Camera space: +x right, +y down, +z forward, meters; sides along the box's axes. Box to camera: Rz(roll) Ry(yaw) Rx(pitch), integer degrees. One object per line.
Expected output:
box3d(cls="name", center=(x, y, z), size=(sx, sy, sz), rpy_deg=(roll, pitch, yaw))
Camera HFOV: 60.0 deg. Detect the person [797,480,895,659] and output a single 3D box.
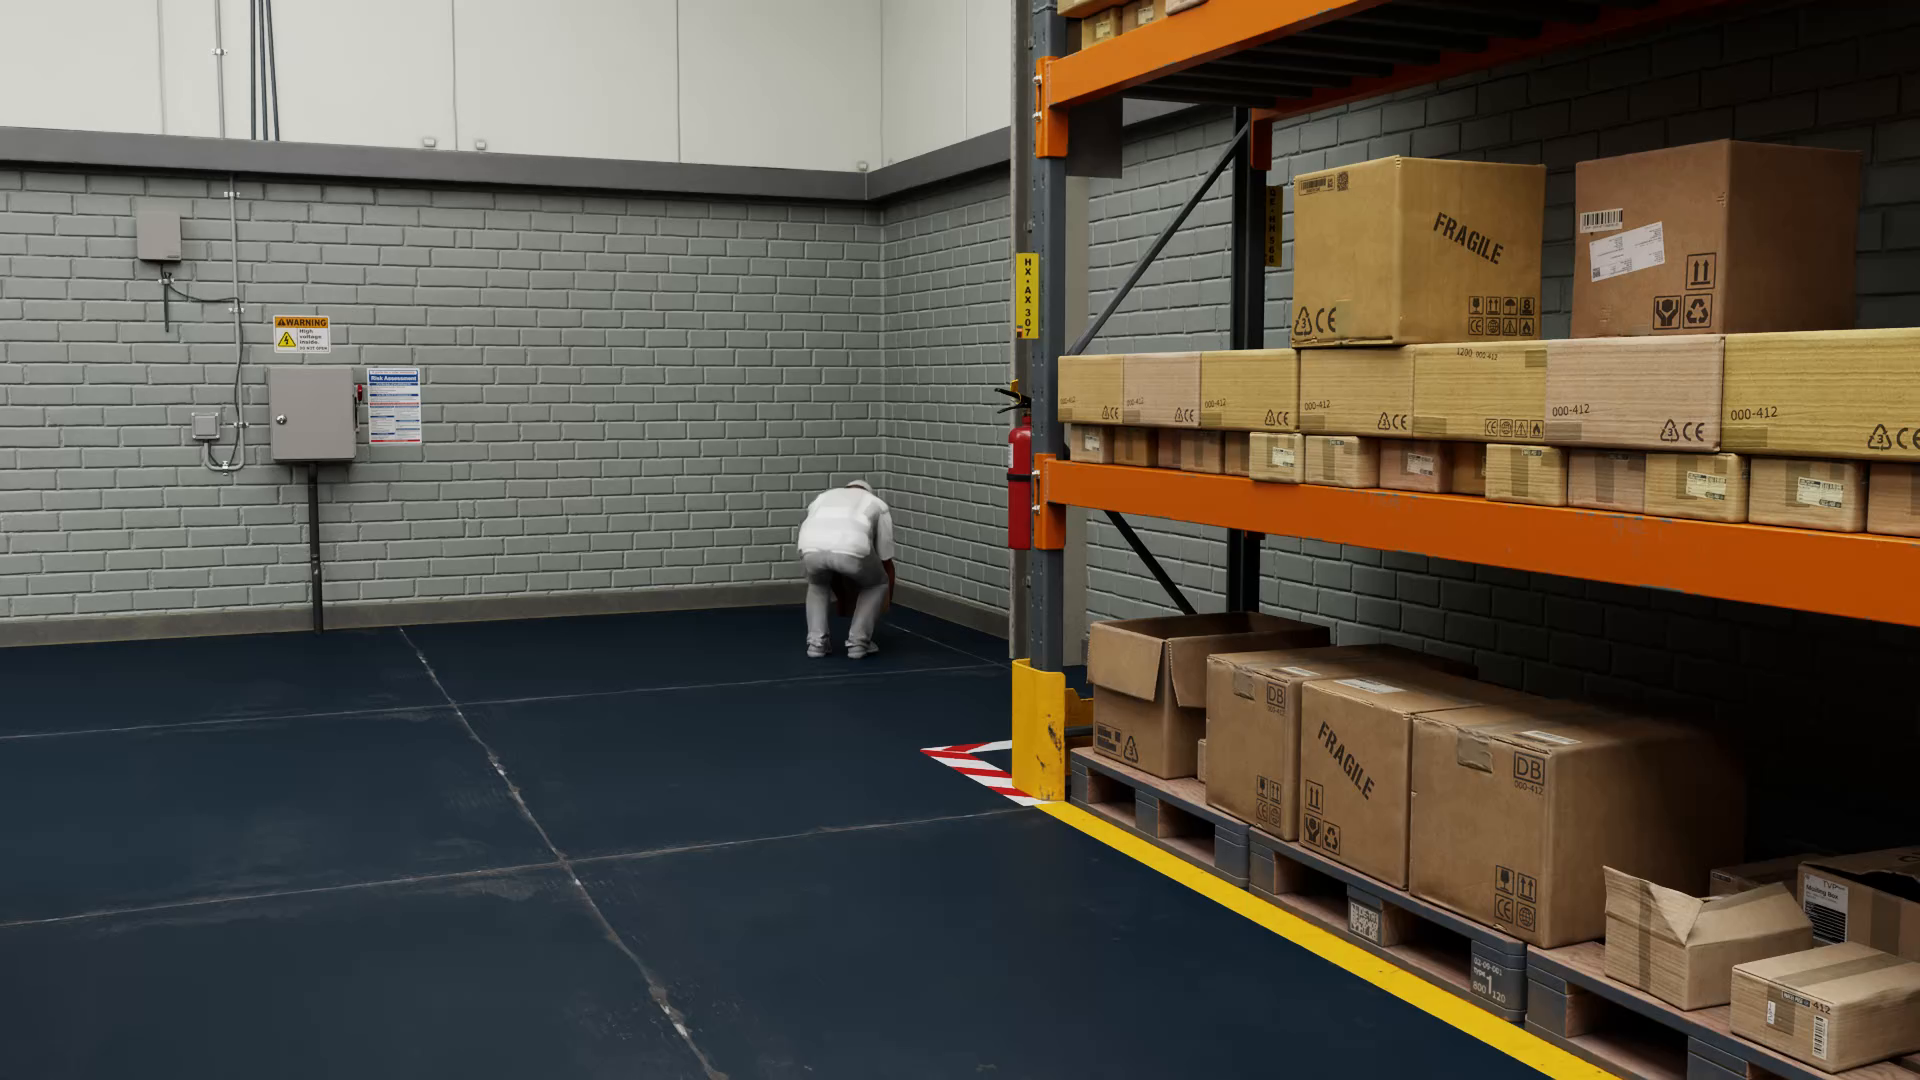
box3d(cls="person", center=(-0.687, 0.167, 9.924), size=(0.526, 1.010, 0.950), rpy_deg=(1, 5, 12))
